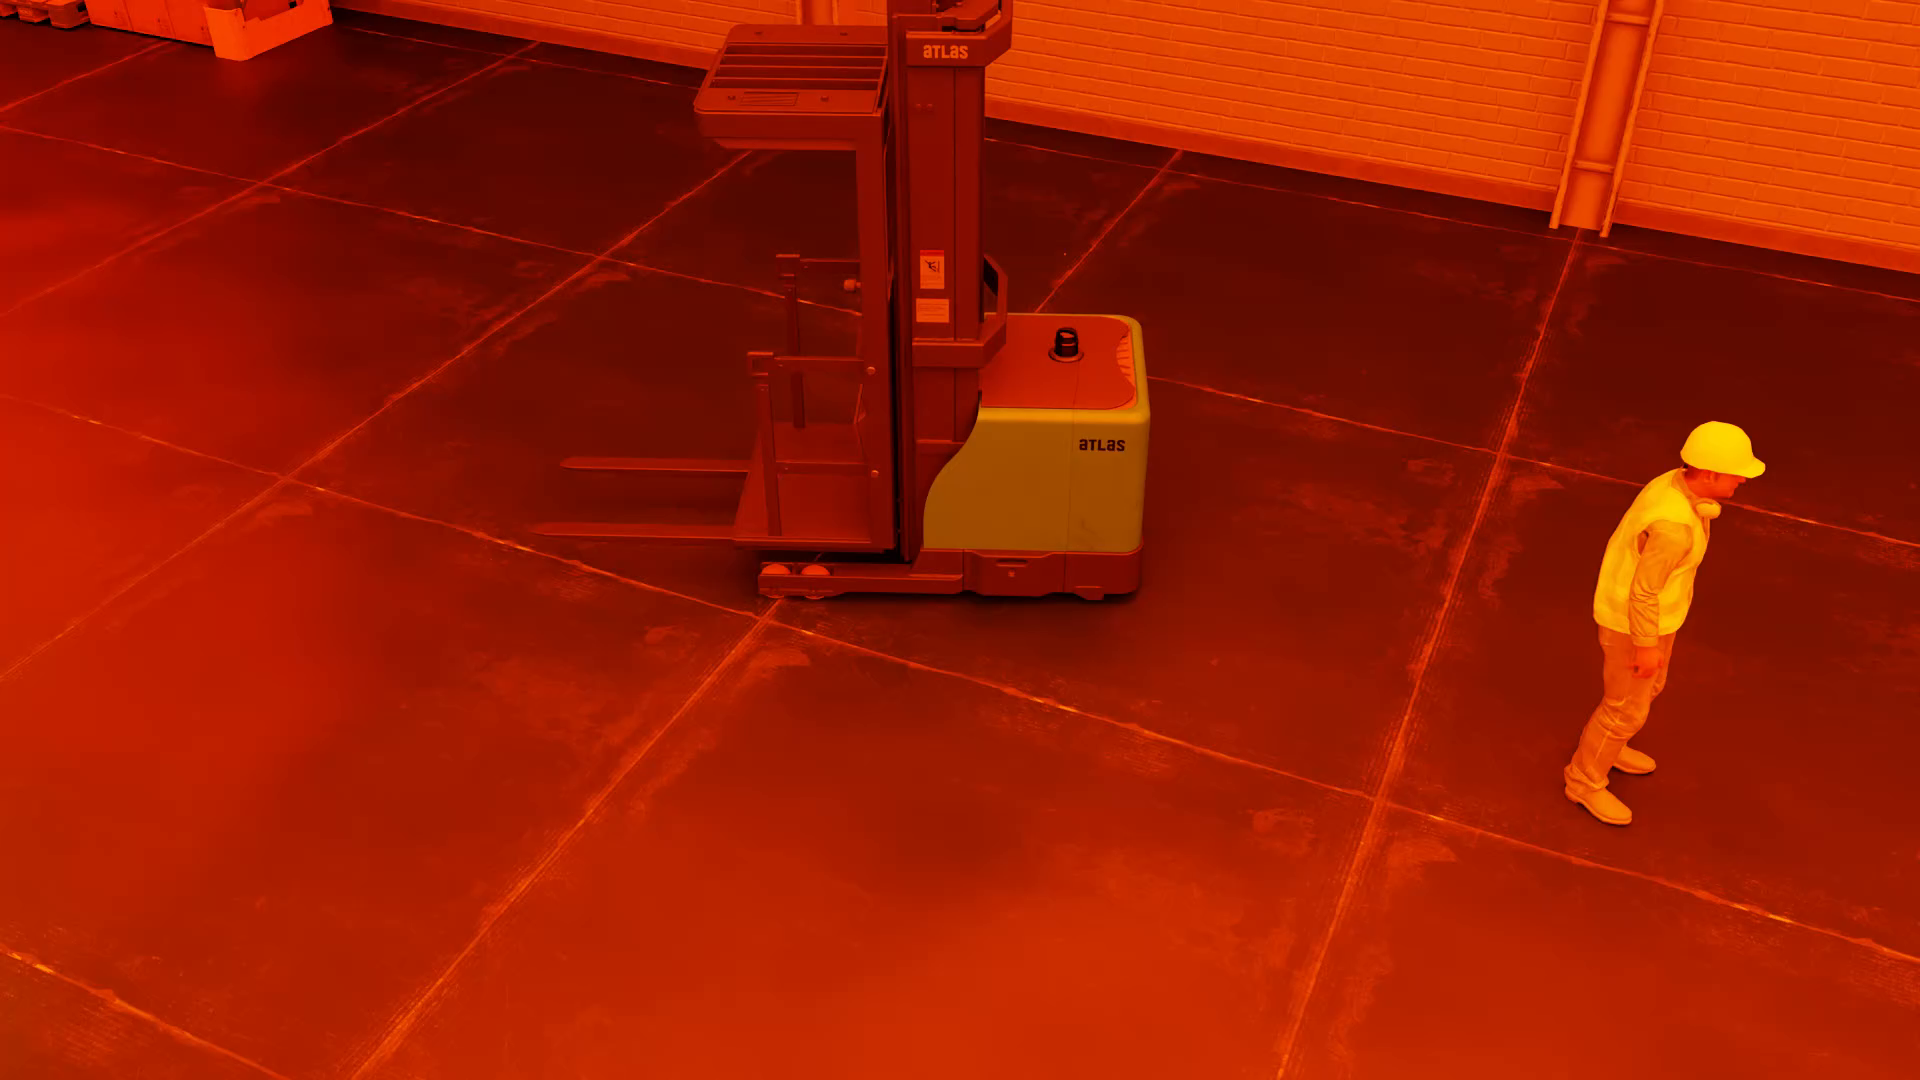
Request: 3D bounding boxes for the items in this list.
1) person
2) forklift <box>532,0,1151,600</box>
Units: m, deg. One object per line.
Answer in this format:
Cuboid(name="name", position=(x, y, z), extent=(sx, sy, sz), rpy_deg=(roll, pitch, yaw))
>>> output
Cuboid(name="person", position=(2.774, 0.293, 6.674), extent=(0.457, 1.773, 0.594), rpy_deg=(19, 40, 25))
Cuboid(name="forklift", position=(-0.608, -1.208, 7.780), extent=(3.031, 2.935, 1.130), rpy_deg=(1, 36, 2))
